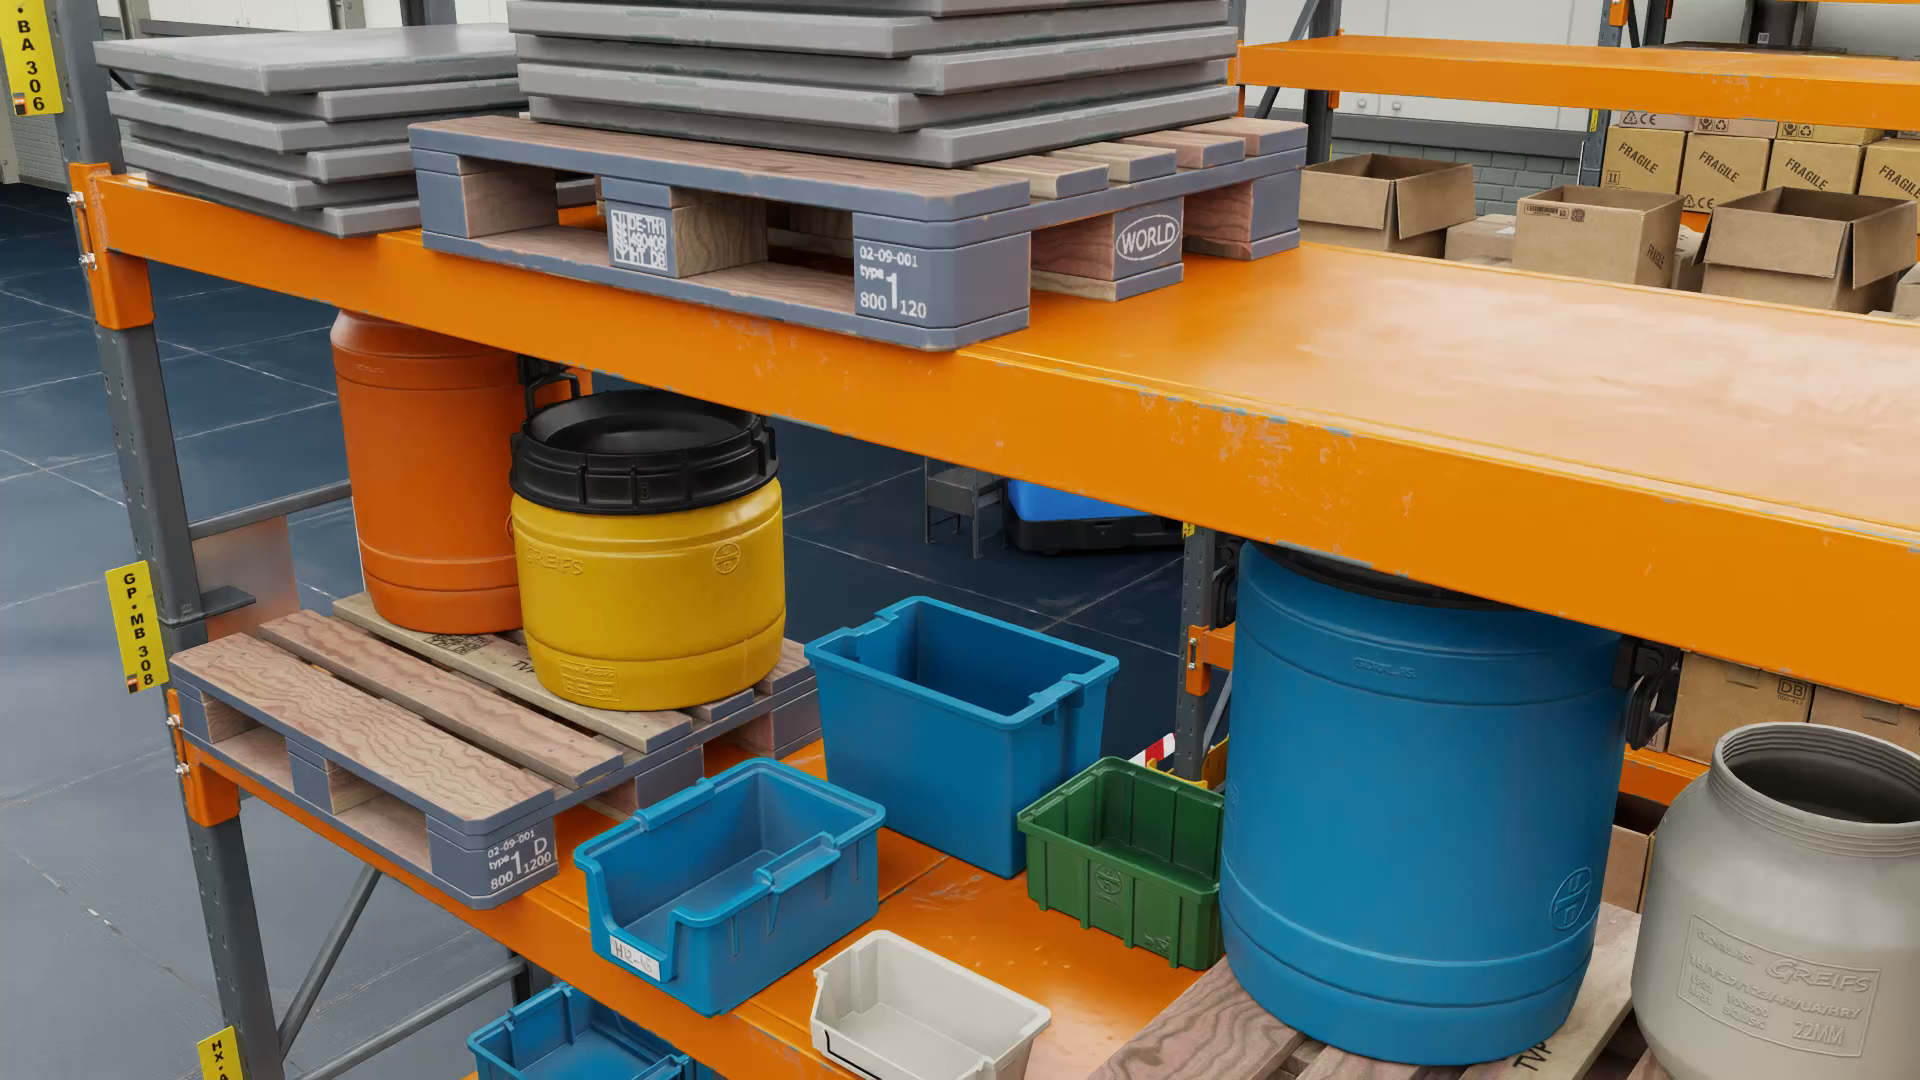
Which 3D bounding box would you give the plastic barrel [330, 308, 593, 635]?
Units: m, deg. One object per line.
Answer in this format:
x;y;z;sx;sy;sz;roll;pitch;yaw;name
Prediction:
-1.211;-0.254;4.136;0.708;0.830;0.600;16;26;36;plastic barrel

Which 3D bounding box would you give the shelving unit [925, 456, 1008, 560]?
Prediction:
0.053;-0.943;12.692;0.503;2.100;0.431;16;26;37;shelving unit

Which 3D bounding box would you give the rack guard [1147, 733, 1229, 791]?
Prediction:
1.448;1.284;9.054;0.348;0.500;1.175;16;26;36;rack guard

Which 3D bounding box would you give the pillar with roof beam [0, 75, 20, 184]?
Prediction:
-20.278;-9.639;25.974;0.400;9.000;9.100;16;26;36;pillar with roof beam

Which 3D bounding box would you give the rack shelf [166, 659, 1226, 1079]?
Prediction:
-0.118;0.853;3.425;4.000;0.370;1.077;16;26;36;rack shelf

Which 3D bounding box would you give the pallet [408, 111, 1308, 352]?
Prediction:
-0.175;-0.614;2.878;1.213;0.211;1.003;16;26;36;pallet

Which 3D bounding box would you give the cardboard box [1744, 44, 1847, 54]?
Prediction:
5.525;-3.019;11.085;0.500;0.500;0.500;18;27;40;cardboard box

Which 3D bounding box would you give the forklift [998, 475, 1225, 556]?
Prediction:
1.872;-1.480;12.939;3.031;2.935;1.130;-3;21;-9;forklift

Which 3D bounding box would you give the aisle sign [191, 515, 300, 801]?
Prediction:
-1.909;0.321;4.382;0.004;0.787;0.394;16;26;36;aisle sign

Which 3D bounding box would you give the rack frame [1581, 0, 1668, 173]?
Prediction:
4.596;-4.042;11.133;0.127;3.000;1.000;16;26;36;rack frame

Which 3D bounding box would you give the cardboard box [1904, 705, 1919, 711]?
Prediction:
3.825;0.547;6.407;0.250;0.149;0.380;15;25;35;cardboard box

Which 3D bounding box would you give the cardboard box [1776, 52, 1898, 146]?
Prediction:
5.502;-2.773;10.433;0.500;0.500;0.500;17;26;38;cardboard box

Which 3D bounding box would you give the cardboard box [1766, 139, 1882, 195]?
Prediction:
5.496;-2.307;10.614;0.500;0.500;0.500;18;27;39;cardboard box

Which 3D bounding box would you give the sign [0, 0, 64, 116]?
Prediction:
-2.019;-1.087;3.592;0.005;0.325;0.100;16;26;36;sign

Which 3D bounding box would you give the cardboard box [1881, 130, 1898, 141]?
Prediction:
5.868;-2.449;10.991;0.500;0.500;0.500;15;25;34;cardboard box

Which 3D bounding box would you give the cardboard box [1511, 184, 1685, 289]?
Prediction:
2.581;-1.147;6.772;0.500;0.500;0.500;16;26;36;cardboard box

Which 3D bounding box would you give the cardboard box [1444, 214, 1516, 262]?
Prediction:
2.526;-1.290;7.507;0.500;0.250;0.500;16;26;36;cardboard box

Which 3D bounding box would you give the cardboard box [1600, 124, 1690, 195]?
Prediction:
4.697;-2.552;11.262;0.500;0.500;0.500;17;26;38;cardboard box

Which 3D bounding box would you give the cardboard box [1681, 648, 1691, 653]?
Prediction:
3.029;0.318;7.013;0.250;0.149;0.380;17;27;38;cardboard box

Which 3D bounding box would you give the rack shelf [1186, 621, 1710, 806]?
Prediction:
3.016;0.903;7.542;4.000;0.370;1.077;16;26;36;rack shelf

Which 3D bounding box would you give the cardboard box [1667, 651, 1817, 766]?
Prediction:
3.419;0.639;7.080;0.500;0.500;0.700;17;26;37;cardboard box

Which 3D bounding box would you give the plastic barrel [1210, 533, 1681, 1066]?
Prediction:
0.728;0.280;2.618;0.708;0.901;0.600;16;26;36;plastic barrel

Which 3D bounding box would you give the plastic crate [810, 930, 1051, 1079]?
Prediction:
-0.068;0.838;2.818;0.396;0.136;0.243;16;26;36;plastic crate

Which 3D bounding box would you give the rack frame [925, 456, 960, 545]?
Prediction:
-0.134;-0.998;12.838;0.015;2.100;0.400;16;26;37;rack frame

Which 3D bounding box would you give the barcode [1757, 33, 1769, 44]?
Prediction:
5.463;-3.412;11.305;0.075;0.075;0.001;16;26;36;barcode

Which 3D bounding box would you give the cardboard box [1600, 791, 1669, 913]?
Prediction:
2.902;1.375;7.510;0.500;0.500;0.500;16;26;36;cardboard box

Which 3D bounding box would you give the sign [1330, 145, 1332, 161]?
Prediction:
1.821;-1.806;8.312;0.005;0.325;0.100;16;26;36;sign

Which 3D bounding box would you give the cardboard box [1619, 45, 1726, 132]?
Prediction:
4.741;-3.010;11.061;0.500;0.500;0.500;14;25;33;cardboard box

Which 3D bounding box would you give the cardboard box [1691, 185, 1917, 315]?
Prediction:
3.370;-1.103;6.652;0.797;0.503;0.637;-19;28;-41;cardboard box

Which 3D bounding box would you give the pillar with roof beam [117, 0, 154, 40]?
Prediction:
-15.630;-8.300;22.425;0.400;9.000;9.100;16;26;36;pillar with roof beam

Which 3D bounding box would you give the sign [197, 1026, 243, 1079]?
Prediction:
-2.019;1.493;4.565;0.005;0.325;0.100;16;26;36;sign

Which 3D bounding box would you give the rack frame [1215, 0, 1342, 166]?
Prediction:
1.467;-2.687;7.540;0.127;3.000;1.000;16;26;36;rack frame

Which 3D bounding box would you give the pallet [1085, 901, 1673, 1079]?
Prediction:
0.810;0.916;2.504;1.003;0.211;1.213;16;26;36;pallet

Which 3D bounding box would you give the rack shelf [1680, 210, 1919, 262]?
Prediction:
6.146;-1.856;10.606;4.000;0.370;1.077;16;26;36;rack shelf

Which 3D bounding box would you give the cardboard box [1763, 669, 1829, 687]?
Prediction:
3.433;0.433;6.709;0.250;0.149;0.380;16;26;36;cardboard box

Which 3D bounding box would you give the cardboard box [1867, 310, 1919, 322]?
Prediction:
3.459;-0.730;6.164;0.250;0.149;0.380;16;26;36;cardboard box

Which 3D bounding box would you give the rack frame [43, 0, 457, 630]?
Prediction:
-1.668;-1.334;3.952;0.127;3.000;1.000;16;26;36;rack frame

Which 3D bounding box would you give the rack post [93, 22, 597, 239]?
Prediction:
-1.163;-0.896;3.500;0.937;0.300;0.954;-19;28;-41;rack post

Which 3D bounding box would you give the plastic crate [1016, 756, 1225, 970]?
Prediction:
0.381;0.635;3.283;0.450;0.188;0.336;16;26;36;plastic crate
